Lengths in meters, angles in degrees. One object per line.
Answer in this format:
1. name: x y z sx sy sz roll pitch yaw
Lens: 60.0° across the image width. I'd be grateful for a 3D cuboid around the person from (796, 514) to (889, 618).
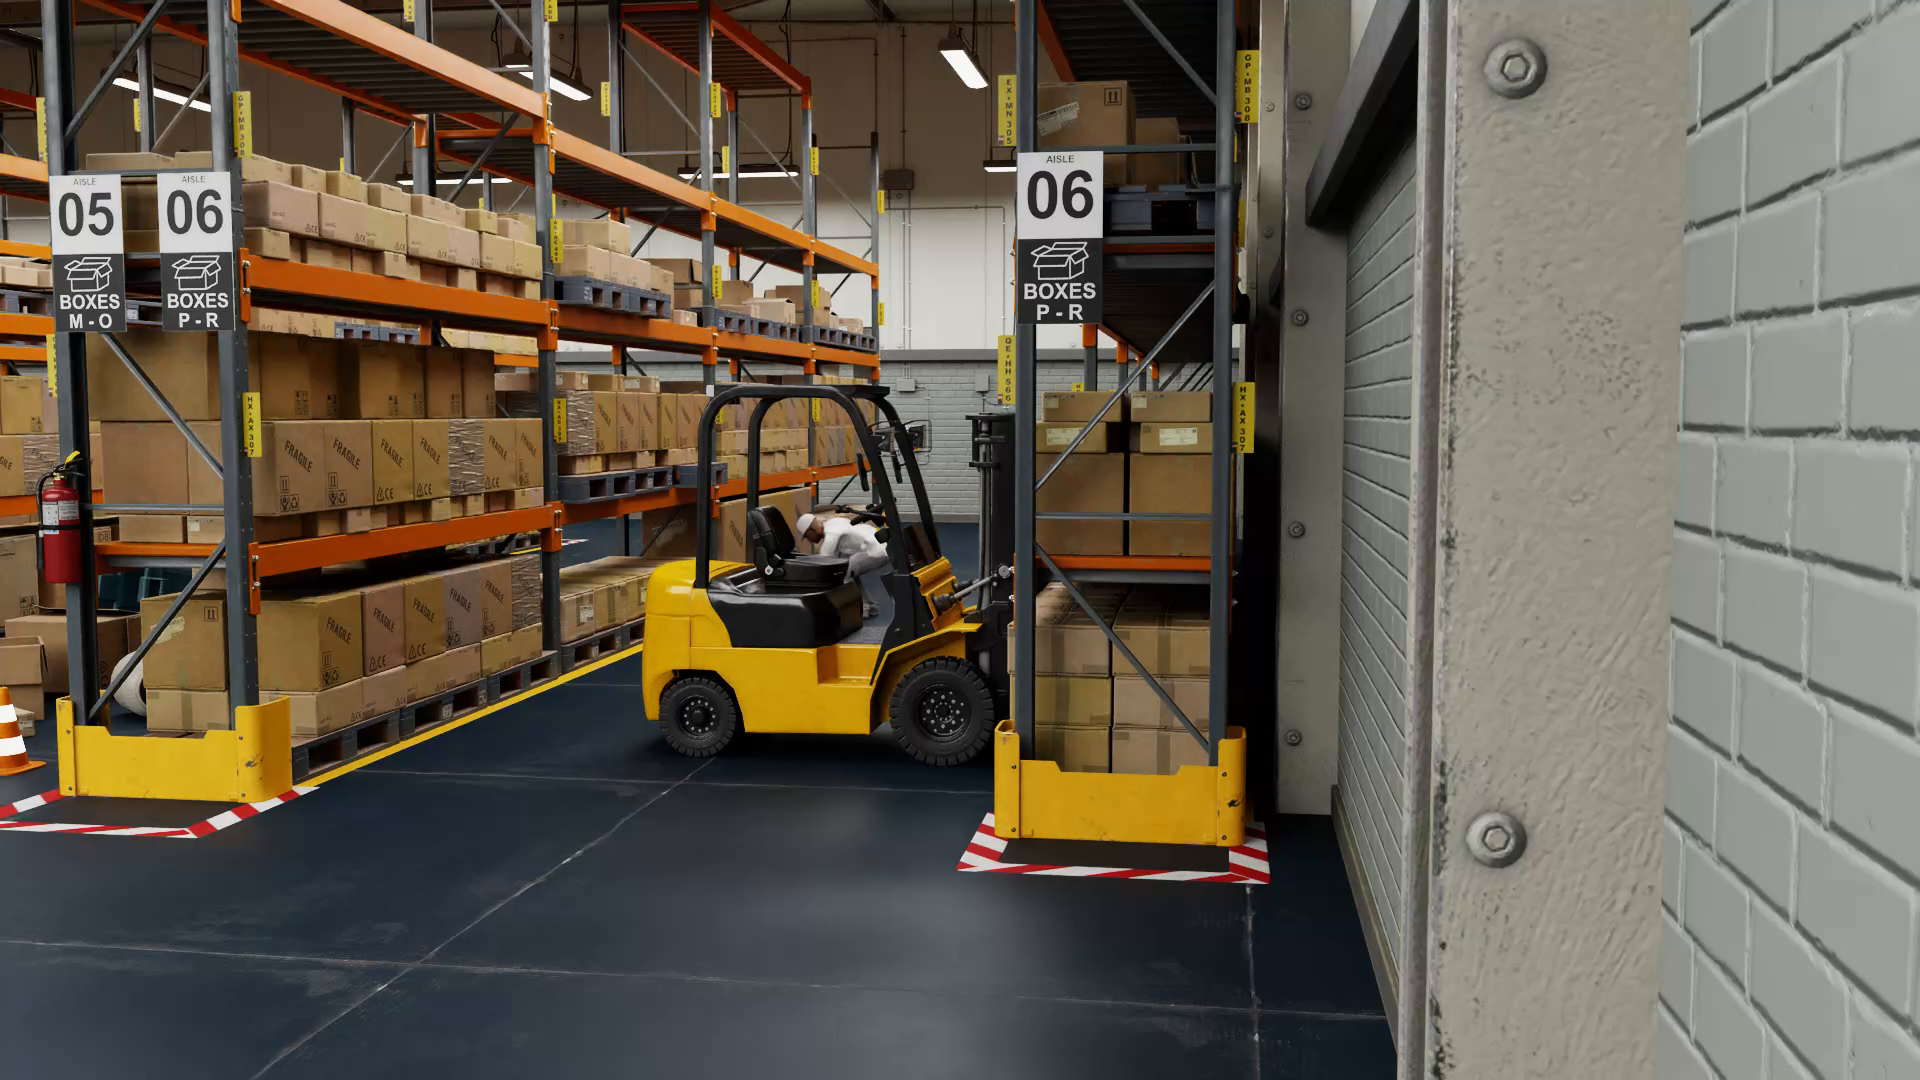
1. person: -1.120 0.249 16.204 0.946 1.009 0.524 1 4 7
